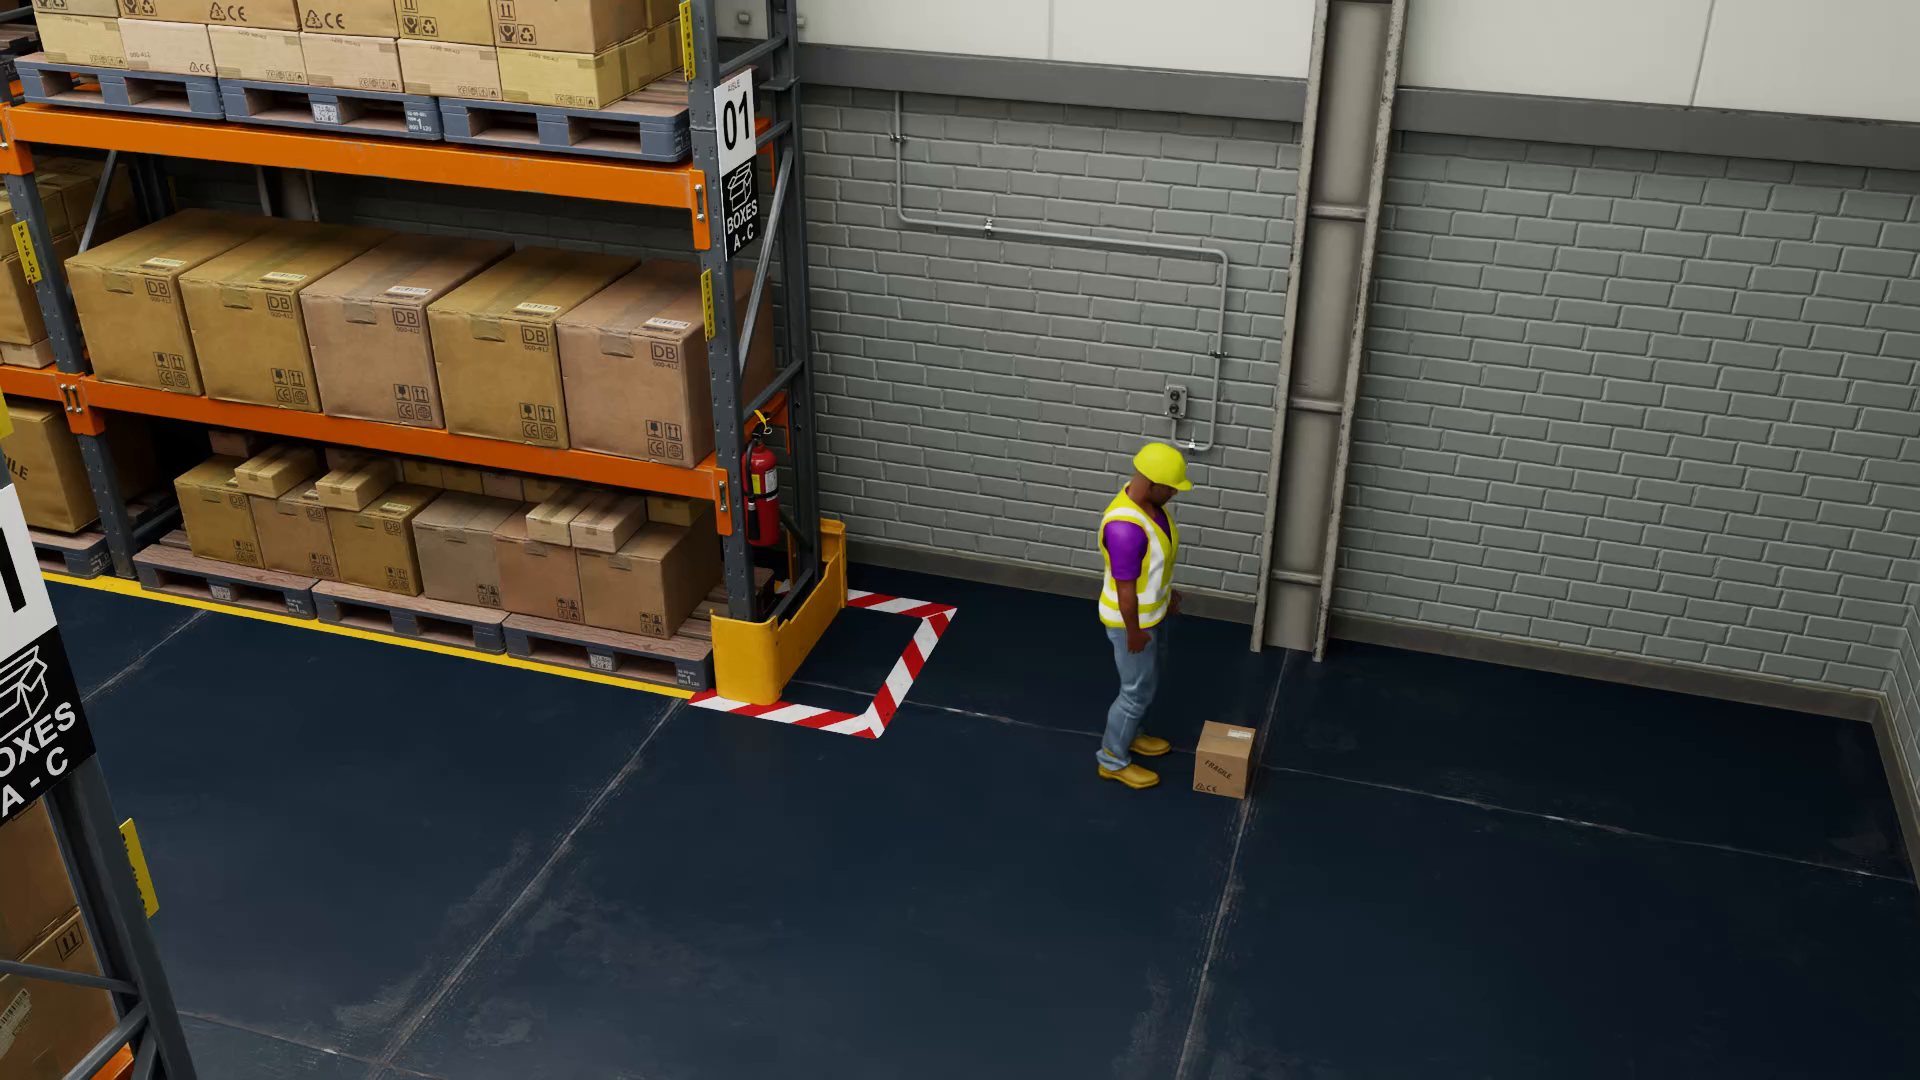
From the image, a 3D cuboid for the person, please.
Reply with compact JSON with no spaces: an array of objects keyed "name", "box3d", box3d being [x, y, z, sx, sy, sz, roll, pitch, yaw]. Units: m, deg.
[{"name":"person","box3d":[0.861,0.334,7.900,0.384,1.754,0.573,9,30,16]}]
